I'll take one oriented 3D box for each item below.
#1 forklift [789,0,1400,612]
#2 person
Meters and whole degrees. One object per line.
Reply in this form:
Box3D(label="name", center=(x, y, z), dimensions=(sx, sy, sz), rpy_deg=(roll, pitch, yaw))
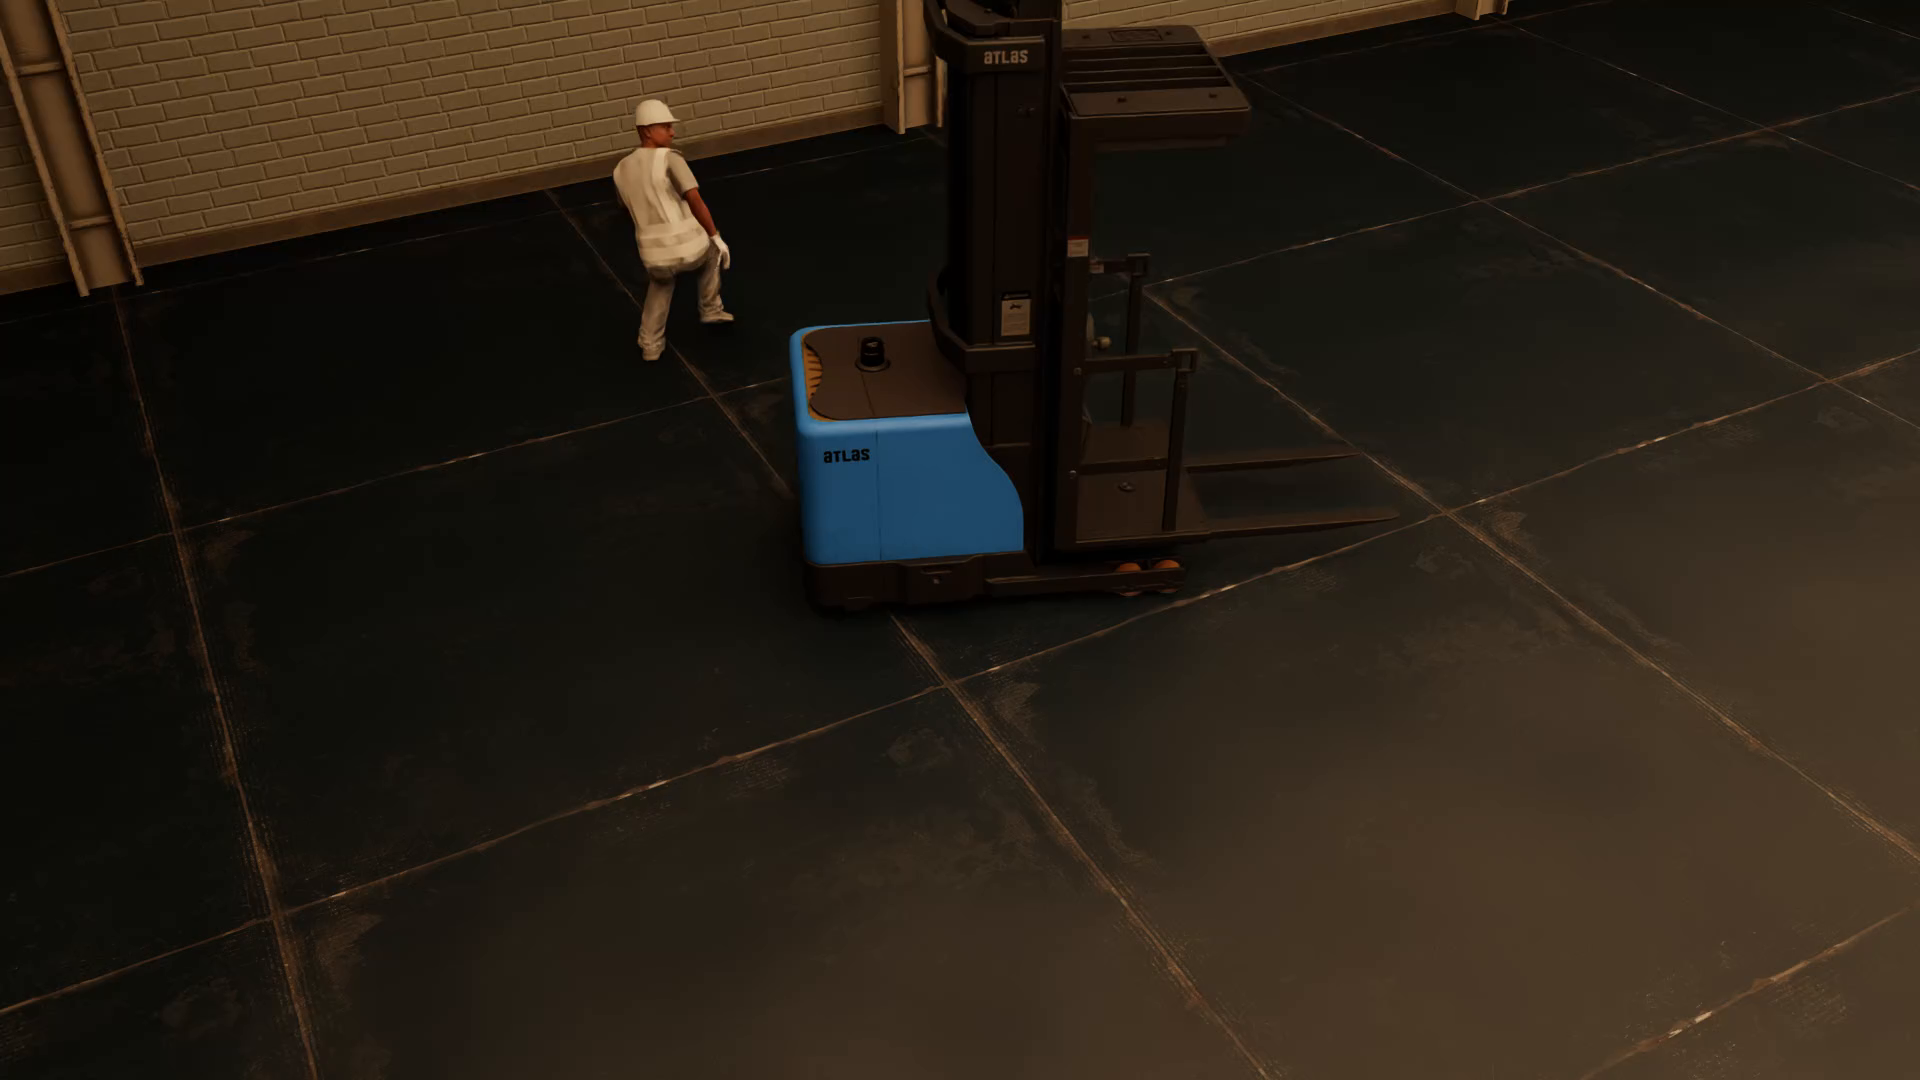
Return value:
Box3D(label="forklift", center=(0.692, -1.216, 7.844), dimensions=(3.031, 2.935, 1.130), rpy_deg=(-4, 35, -6))
Box3D(label="person", center=(-1.660, -1.850, 9.959), dimensions=(0.802, 1.557, 0.781), rpy_deg=(7, 36, 10))
